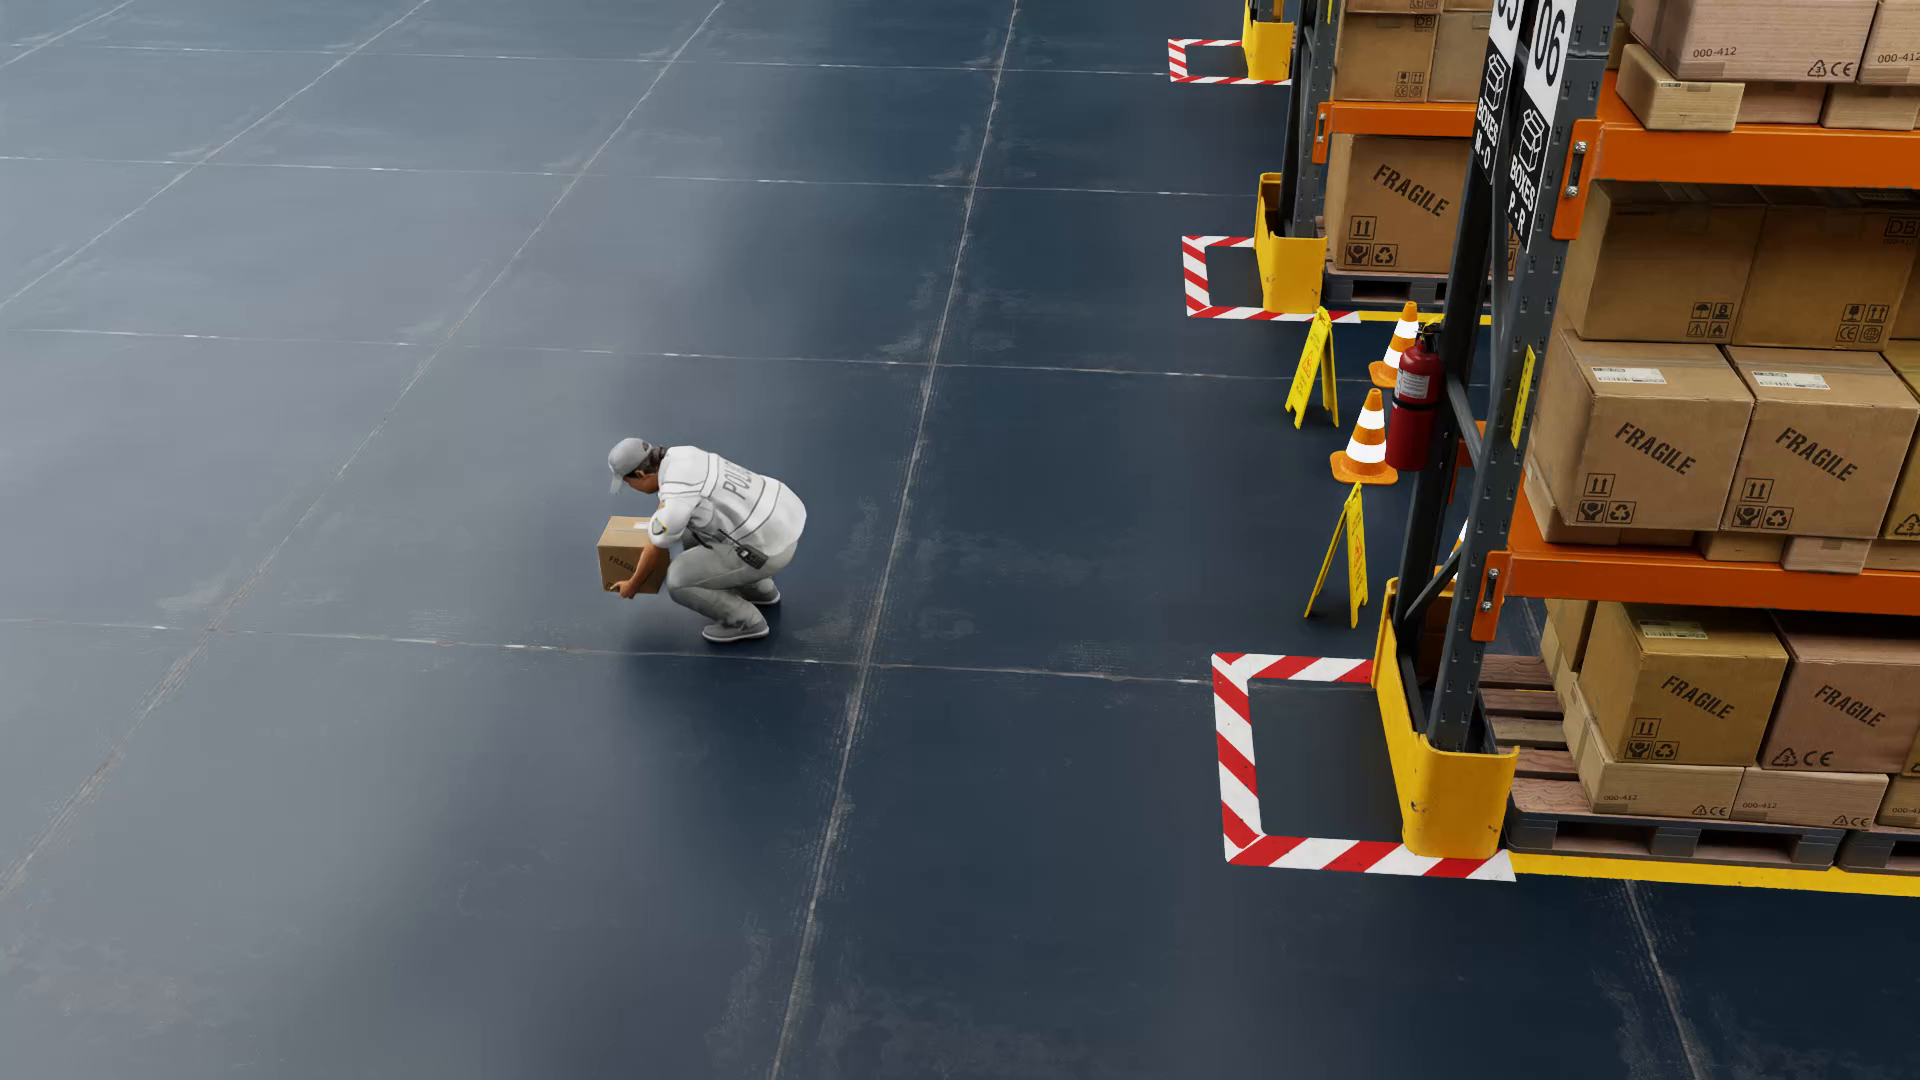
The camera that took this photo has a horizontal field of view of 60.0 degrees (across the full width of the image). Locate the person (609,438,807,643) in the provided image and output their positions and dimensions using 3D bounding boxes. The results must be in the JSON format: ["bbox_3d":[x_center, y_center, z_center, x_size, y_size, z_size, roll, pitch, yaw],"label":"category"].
[{"bbox_3d":[-1.125,-0.040,7.407,0.868,0.953,0.509,2,32,3],"label":"person"}]
